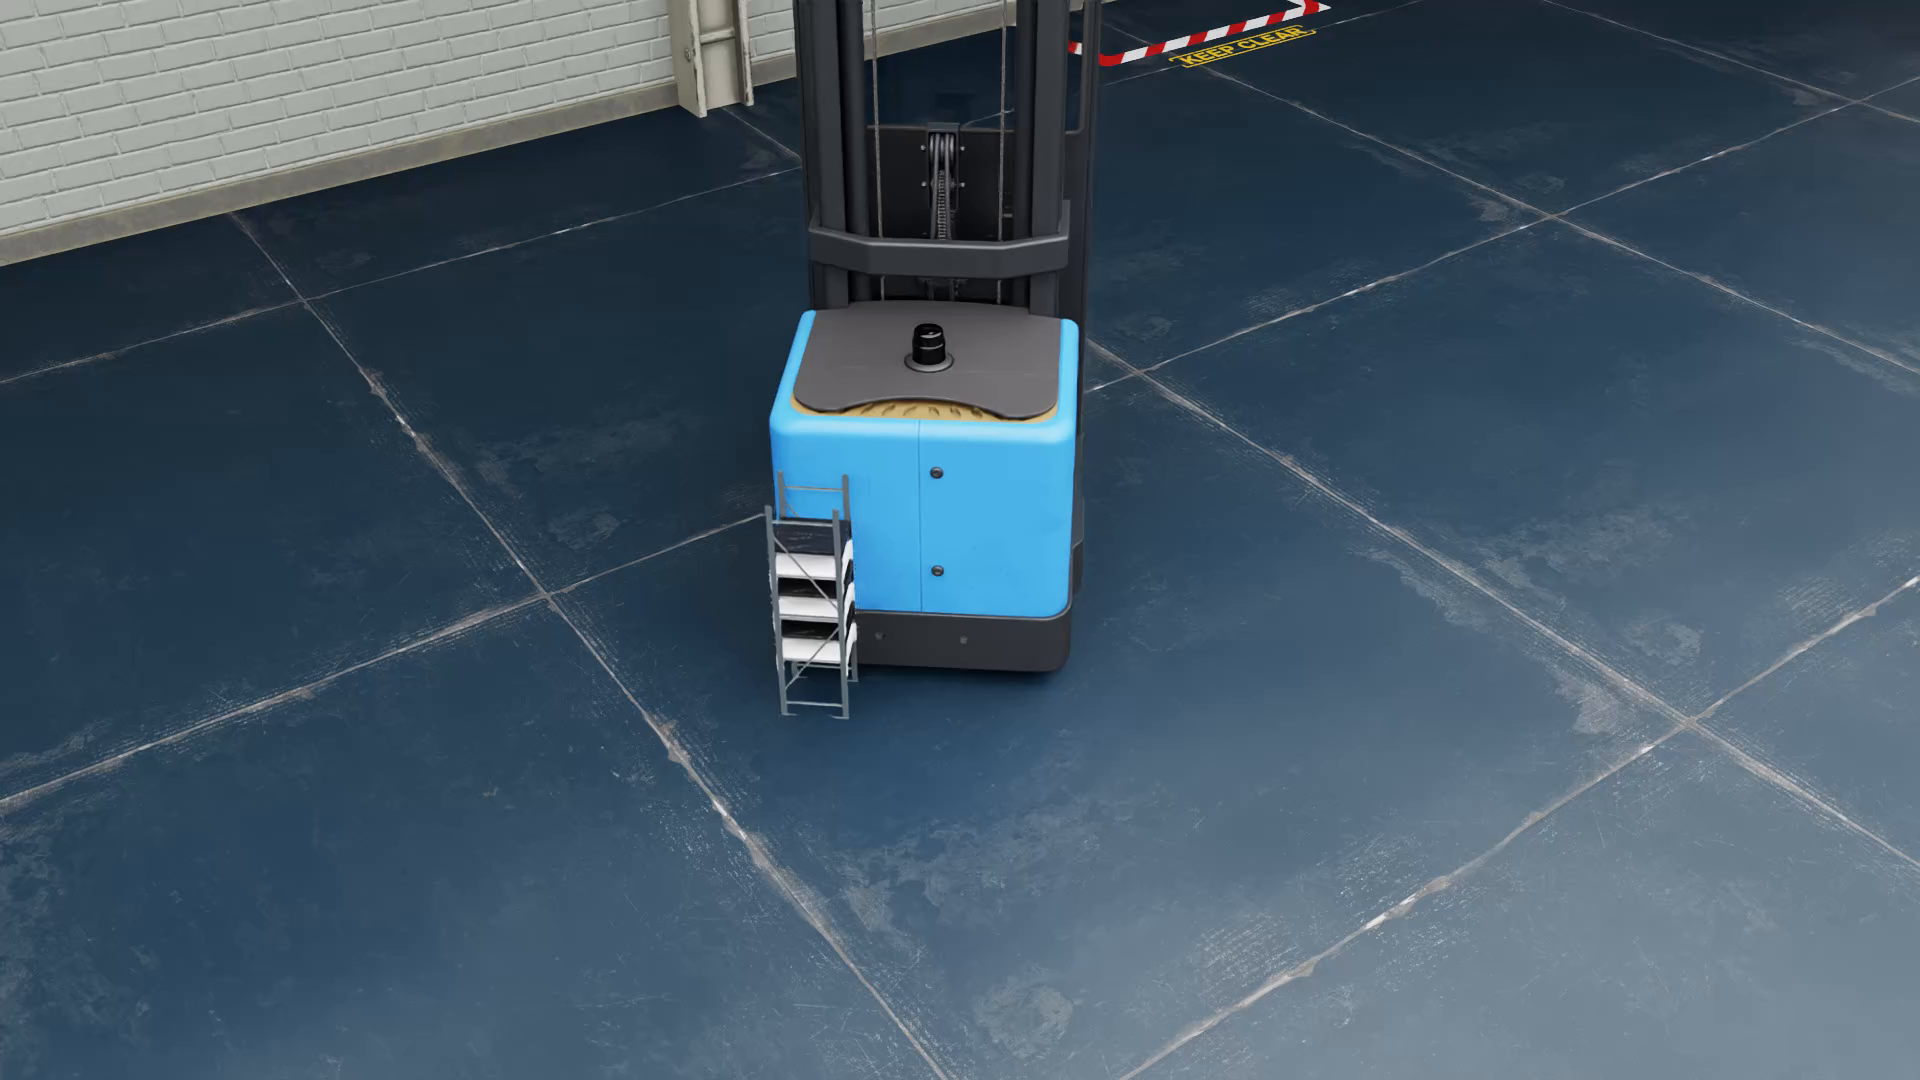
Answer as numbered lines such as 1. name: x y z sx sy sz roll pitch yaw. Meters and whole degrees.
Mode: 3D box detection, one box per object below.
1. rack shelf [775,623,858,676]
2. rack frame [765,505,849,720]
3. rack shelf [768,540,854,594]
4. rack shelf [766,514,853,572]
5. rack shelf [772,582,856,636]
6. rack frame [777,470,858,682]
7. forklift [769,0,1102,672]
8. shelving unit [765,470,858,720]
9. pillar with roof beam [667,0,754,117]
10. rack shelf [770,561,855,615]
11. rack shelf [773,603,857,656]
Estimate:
1. rack shelf: -0.501 0.375 5.823 0.258 0.077 0.200 3 36 5
2. rack frame: -0.510 0.261 5.617 0.240 0.900 0.006 3 36 5
3. rack shelf: -0.500 0.083 5.613 0.258 0.077 0.200 3 36 5
4. rack shelf: -0.500 0.009 5.560 0.258 0.077 0.200 3 36 5
5. rack shelf: -0.500 0.229 5.718 0.258 0.077 0.200 3 36 5
6. rack frame: -0.490 0.143 5.781 0.240 0.900 0.006 3 36 5
7. forklift: -0.027 -1.557 6.404 1.130 2.935 3.031 2 36 3
8. shelving unit: -0.500 0.202 5.699 0.258 0.900 0.210 3 36 5
9. pillar with roof beam: 0.918 -4.389 5.145 0.400 9.000 9.100 -22 41 -28
10. rack shelf: -0.500 0.156 5.666 0.258 0.077 0.200 3 36 5
11. rack shelf: -0.500 0.302 5.771 0.258 0.077 0.200 3 36 5
